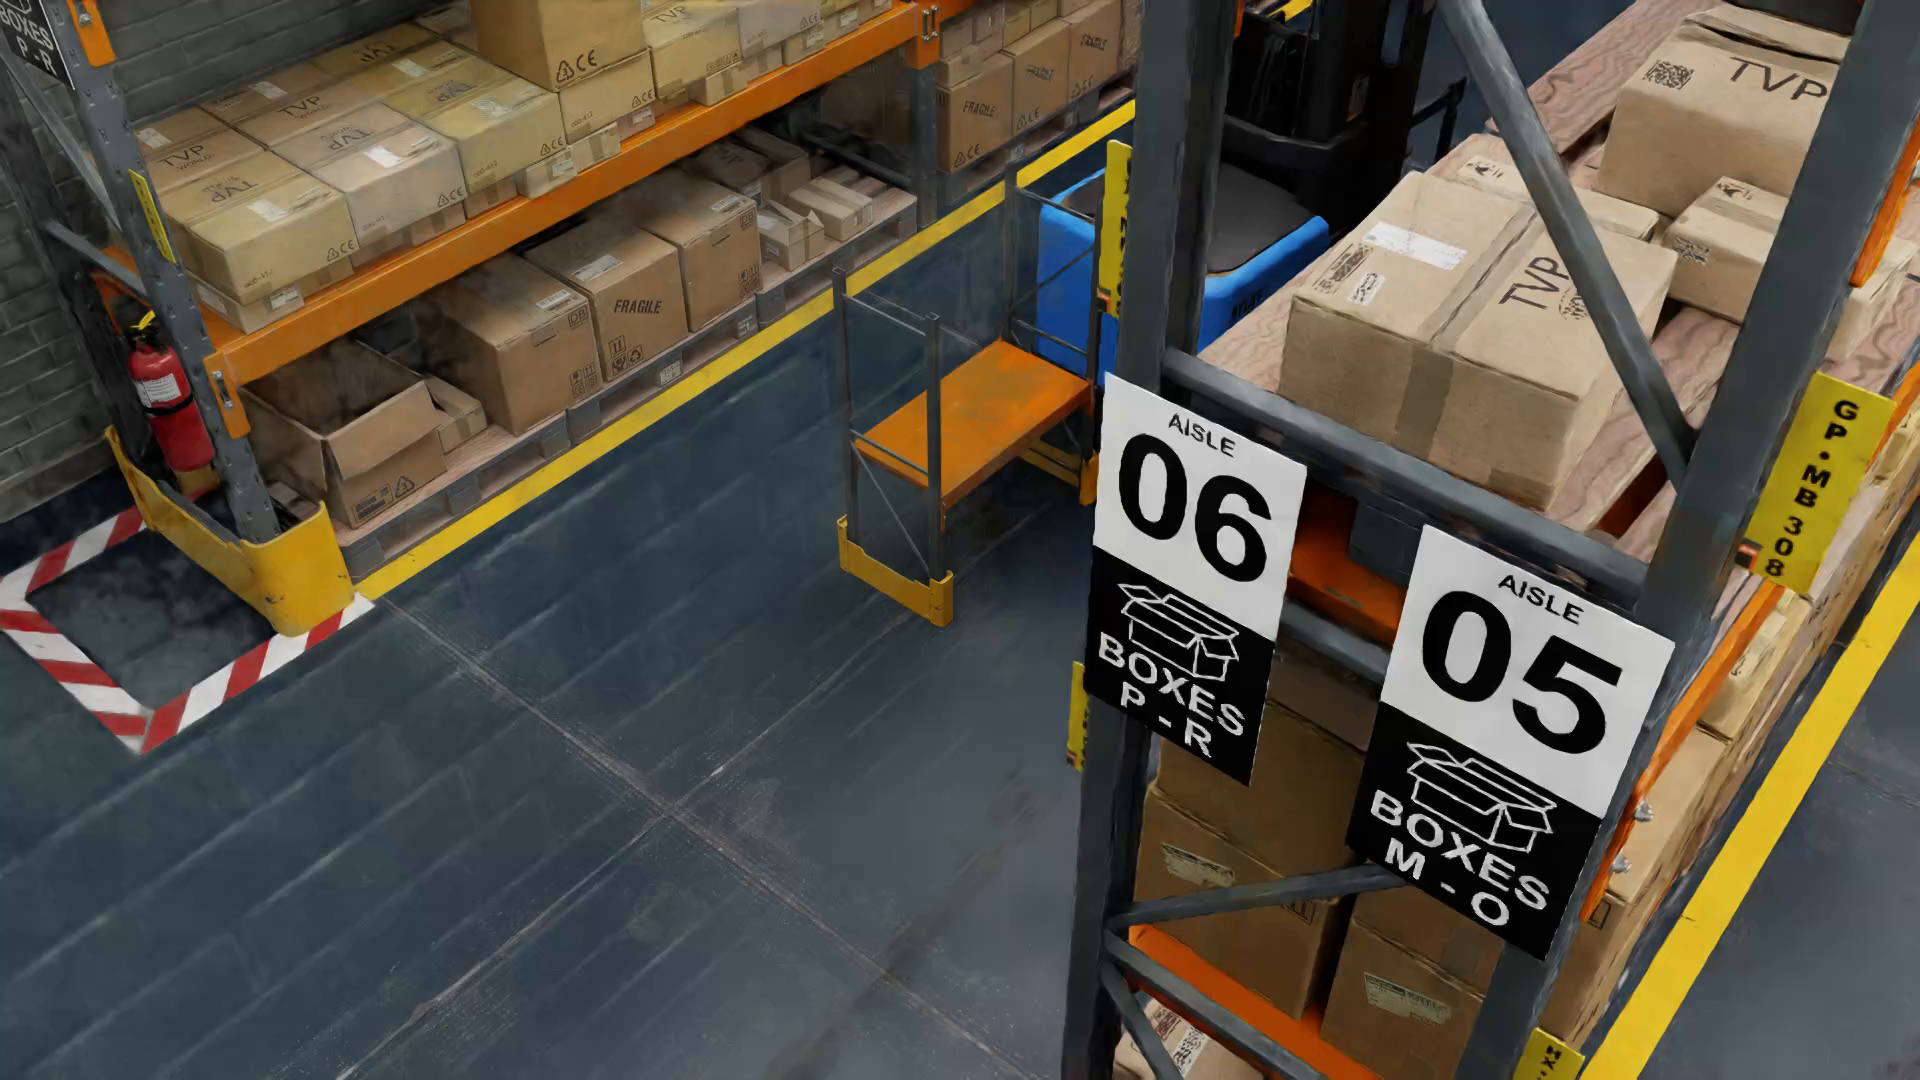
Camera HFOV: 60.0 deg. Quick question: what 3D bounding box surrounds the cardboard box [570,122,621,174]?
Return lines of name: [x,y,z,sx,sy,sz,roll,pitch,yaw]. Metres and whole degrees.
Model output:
cardboard box: [-1.677,-1.740,7.120,0.380,0.149,0.250,31,50,29]

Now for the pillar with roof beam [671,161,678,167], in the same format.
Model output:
pillar with roof beam: [1.612,-3.443,4.347,9.100,9.000,0.400,29,50,28]

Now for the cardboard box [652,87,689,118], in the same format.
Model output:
cardboard box: [-1.441,-2.050,7.461,0.380,0.149,0.250,30,50,29]

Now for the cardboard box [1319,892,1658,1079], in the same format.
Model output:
cardboard box: [1.211,0.992,3.856,0.500,0.500,0.500,29,50,28]

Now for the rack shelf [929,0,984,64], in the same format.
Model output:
rack shelf: [0.742,-3.819,9.755,1.077,0.370,4.000,29,50,28]

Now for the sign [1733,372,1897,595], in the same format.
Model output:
sign: [1.103,-0.068,2.157,0.100,0.325,0.005,29,50,28]

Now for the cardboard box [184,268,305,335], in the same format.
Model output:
cardboard box: [-2.698,-0.953,6.255,0.380,0.149,0.250,29,50,28]

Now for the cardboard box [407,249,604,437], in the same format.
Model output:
cardboard box: [-2.074,-0.923,7.582,0.700,0.500,0.500,32,51,30]

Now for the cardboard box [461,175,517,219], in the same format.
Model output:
cardboard box: [-2.051,-1.497,6.854,0.380,0.149,0.250,30,50,29]

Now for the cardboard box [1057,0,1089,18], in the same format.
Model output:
cardboard box: [0.520,-3.168,9.568,0.380,0.149,0.250,29,50,28]

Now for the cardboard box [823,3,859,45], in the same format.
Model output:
cardboard box: [-0.708,-2.545,8.007,0.380,0.149,0.250,31,51,29]

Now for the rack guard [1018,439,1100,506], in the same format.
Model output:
rack guard: [0.370,-0.388,7.491,0.587,0.250,0.087,29,50,28]

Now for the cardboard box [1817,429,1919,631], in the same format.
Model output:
cardboard box: [2.182,-0.174,4.394,0.500,0.500,0.500,30,50,29]

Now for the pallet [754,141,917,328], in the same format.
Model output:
pallet: [-0.988,-1.670,8.930,1.003,0.211,1.213,29,50,28]

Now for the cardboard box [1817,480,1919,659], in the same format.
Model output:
cardboard box: [2.514,-0.063,5.016,0.500,0.500,0.500,29,50,28]

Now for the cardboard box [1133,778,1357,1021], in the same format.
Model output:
cardboard box: [0.790,0.751,4.120,0.500,0.500,0.500,30,50,29]

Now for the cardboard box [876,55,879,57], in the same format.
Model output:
cardboard box: [-0.529,-2.840,9.208,0.380,0.149,0.250,28,49,27]

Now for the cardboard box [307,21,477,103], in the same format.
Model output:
cardboard box: [-2.372,-1.920,7.022,0.500,0.250,0.500,31,51,30]

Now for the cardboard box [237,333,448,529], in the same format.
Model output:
cardboard box: [-2.653,-0.501,7.115,0.797,0.503,0.637,28,49,27]

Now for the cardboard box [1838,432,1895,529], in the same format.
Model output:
cardboard box: [1.968,-0.220,3.963,0.380,0.149,0.250,30,50,29]

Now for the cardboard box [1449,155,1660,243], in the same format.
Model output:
cardboard box: [1.111,-0.579,3.228,0.380,0.149,0.250,26,48,26]

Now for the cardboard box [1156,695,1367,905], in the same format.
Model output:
cardboard box: [0.810,0.393,3.770,0.500,0.500,0.500,31,51,30]

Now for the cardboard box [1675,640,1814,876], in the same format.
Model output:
cardboard box: [1.856,0.465,4.435,0.500,0.500,0.500,29,50,28]

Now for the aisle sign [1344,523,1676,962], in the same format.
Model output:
aisle sign: [0.858,0.352,2.701,0.394,0.787,0.004,29,50,28]

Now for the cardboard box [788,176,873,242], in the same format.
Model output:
cardboard box: [-0.679,-1.742,8.743,0.380,0.149,0.250,28,49,27]

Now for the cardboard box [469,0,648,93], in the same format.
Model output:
cardboard box: [-1.656,-2.217,6.792,0.500,0.500,0.500,31,51,29]

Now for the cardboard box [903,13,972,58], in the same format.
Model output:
cardboard box: [-0.157,-2.732,8.867,0.380,0.149,0.250,29,50,28]

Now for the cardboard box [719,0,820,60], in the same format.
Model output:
cardboard box: [-0.998,-2.478,7.636,0.500,0.250,0.500,30,50,29]

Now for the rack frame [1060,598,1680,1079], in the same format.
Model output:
rack frame: [0.682,1.151,3.754,1.000,3.000,0.127,29,50,28]

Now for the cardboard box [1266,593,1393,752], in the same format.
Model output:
cardboard box: [0.760,0.233,3.464,0.380,0.149,0.250,30,50,29]

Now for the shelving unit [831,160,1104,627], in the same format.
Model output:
shelving unit: [0.049,-0.594,6.789,0.587,1.500,1.083,29,50,28]

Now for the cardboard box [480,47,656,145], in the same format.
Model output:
cardboard box: [-1.661,-1.962,7.068,0.500,0.250,0.500,28,49,27]

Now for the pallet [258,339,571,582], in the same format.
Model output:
pallet: [-2.558,-0.414,7.549,1.003,0.211,1.213,29,50,28]

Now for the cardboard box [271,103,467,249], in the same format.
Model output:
cardboard box: [-2.297,-1.427,6.480,0.500,0.250,0.500,30,50,29]

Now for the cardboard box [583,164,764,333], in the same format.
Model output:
cardboard box: [-1.405,-1.458,8.170,0.700,0.500,0.500,28,49,27]

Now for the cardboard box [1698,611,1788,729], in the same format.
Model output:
cardboard box: [1.492,0.192,3.510,0.380,0.149,0.250,31,51,30]

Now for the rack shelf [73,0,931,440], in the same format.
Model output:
rack shelf: [-1.833,-1.759,7.490,1.077,0.370,4.000,29,50,28]

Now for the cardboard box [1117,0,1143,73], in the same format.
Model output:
cardboard box: [0.936,-3.235,10.125,0.500,0.500,0.500,28,49,27]

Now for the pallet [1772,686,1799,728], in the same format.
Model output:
pallet: [2.707,0.481,6.564,1.003,0.211,1.213,29,50,28]

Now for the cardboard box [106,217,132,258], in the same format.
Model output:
cardboard box: [-3.112,-1.190,6.515,0.380,0.149,0.250,29,50,28]

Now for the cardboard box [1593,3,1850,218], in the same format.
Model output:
cardboard box: [1.684,-0.867,3.424,0.500,0.311,0.500,30,50,29]

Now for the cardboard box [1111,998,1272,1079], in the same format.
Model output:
cardboard box: [1.030,1.561,4.896,0.875,0.438,0.875,28,49,27]

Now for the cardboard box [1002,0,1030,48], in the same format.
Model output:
cardboard box: [0.165,-2.909,9.283,0.380,0.149,0.250,27,49,26]

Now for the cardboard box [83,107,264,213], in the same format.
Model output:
cardboard box: [-3.027,-1.402,6.453,0.500,0.250,0.500,31,51,30]

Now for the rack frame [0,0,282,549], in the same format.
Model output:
rack frame: [-3.120,-0.996,6.115,1.000,3.000,0.127,29,50,28]

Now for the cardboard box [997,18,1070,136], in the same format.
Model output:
cardboard box: [0.273,-2.716,9.553,0.500,0.500,0.500,29,50,28]

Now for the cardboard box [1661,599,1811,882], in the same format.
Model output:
cardboard box: [1.536,0.352,3.816,0.500,0.500,0.500,28,49,27]

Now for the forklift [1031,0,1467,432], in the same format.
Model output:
forklift: [1.711,-2.257,7.554,1.130,2.935,3.031,32,51,30]

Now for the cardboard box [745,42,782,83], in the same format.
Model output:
cardboard box: [-1.047,-2.278,7.712,0.380,0.149,0.250,31,51,29]

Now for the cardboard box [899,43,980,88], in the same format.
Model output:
cardboard box: [-0.111,-2.595,8.938,0.380,0.149,0.250,32,51,30]

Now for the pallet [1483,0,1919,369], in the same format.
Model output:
pallet: [1.936,-0.943,3.894,1.003,0.211,1.213,29,50,28]

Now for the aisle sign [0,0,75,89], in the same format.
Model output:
aisle sign: [-2.939,-1.795,5.062,0.394,0.787,0.004,29,50,28]

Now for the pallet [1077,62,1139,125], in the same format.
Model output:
pallet: [0.734,-3.090,10.491,1.003,0.211,1.213,29,50,28]

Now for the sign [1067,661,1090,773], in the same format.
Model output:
sign: [0.276,0.393,3.551,0.100,0.325,0.005,29,50,28]

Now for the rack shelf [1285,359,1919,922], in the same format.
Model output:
rack shelf: [1.969,-0.722,4.120,1.077,0.370,4.000,29,50,28]

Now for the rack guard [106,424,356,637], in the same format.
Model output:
rack guard: [-3.071,-0.110,6.999,1.175,0.500,0.348,29,50,28]

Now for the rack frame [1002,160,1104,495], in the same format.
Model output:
rack frame: [0.382,-0.861,7.082,0.500,1.500,0.032,29,50,28]

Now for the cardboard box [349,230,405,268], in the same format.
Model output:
cardboard box: [-2.427,-1.255,6.587,0.380,0.149,0.250,29,50,28]
